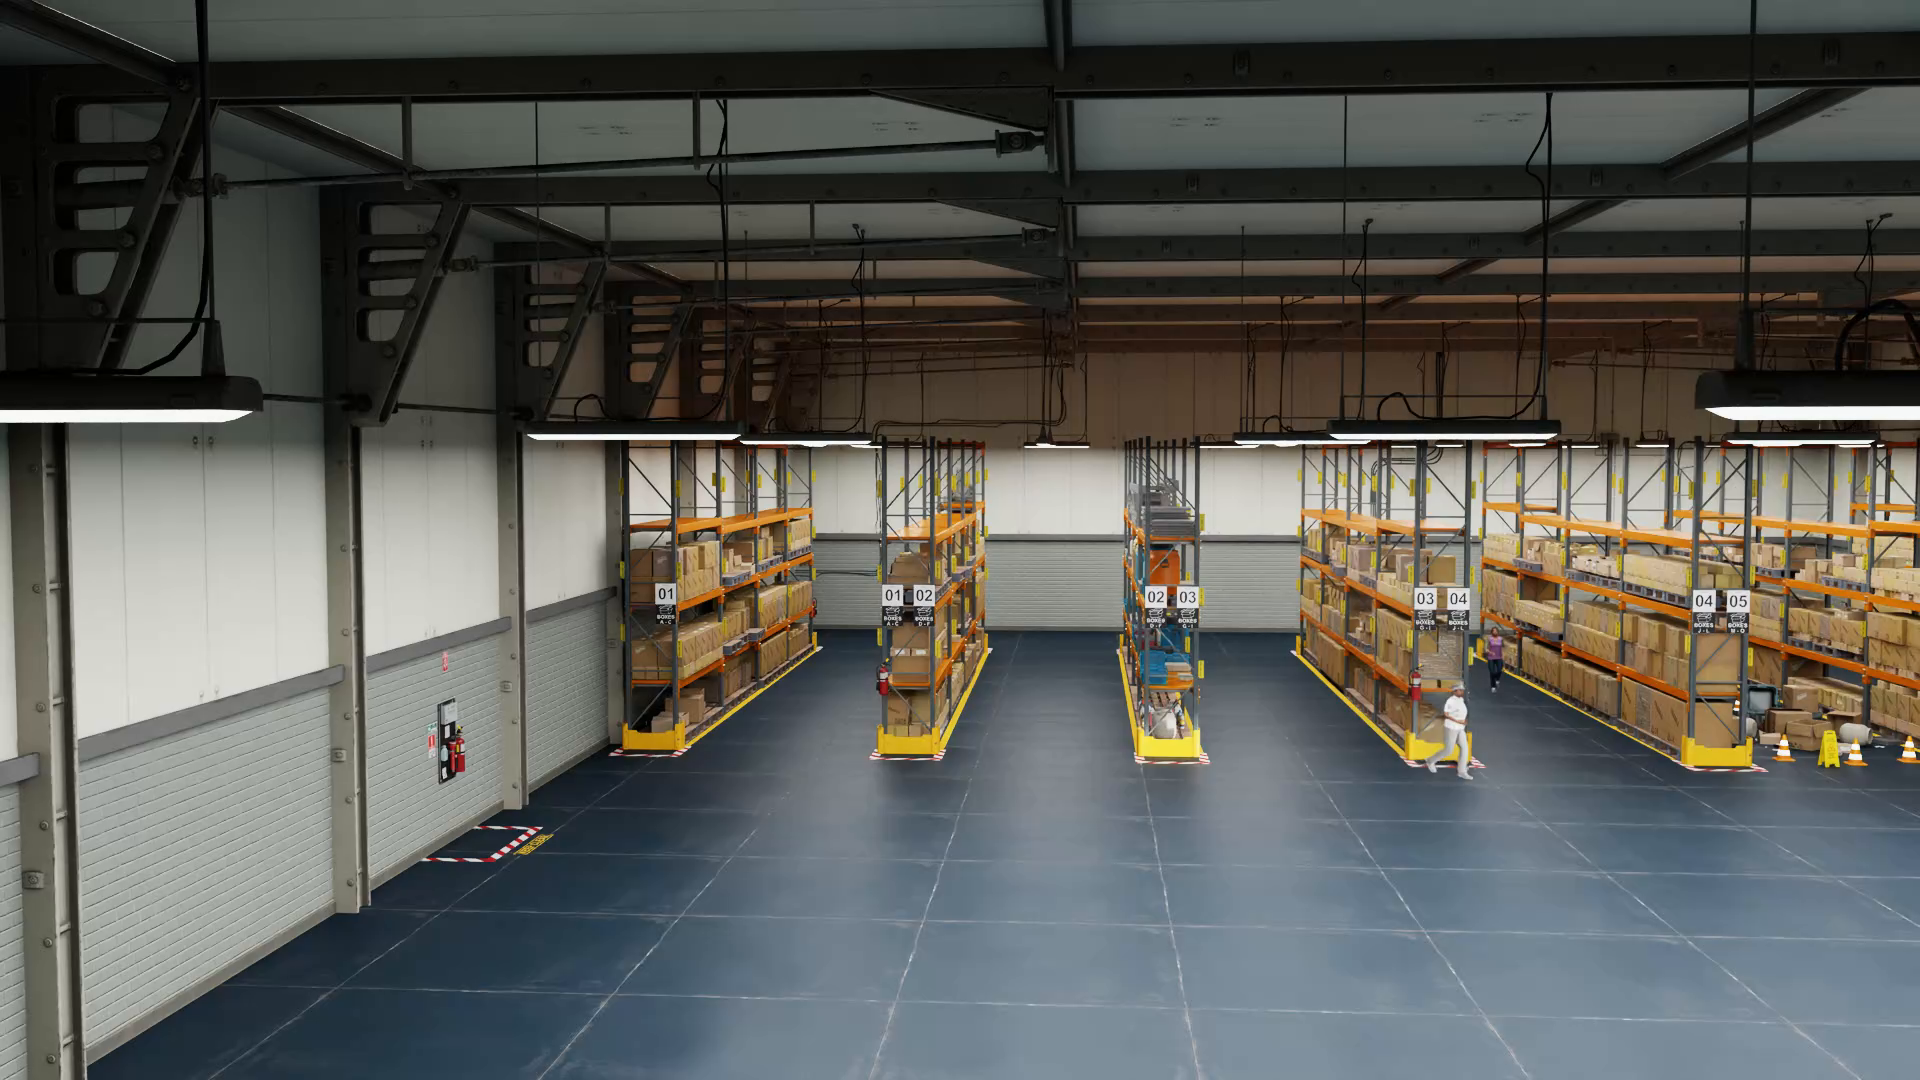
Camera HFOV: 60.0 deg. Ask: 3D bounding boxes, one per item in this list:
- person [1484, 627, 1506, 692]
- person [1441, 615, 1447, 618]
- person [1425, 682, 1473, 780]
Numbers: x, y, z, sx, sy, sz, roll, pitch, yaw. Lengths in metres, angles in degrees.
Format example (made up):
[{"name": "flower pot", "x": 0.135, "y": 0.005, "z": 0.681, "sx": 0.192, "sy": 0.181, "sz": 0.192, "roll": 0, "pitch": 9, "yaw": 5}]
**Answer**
[{"name": "person", "x": 12.705, "y": 2.837, "z": 39.456, "sx": 0.531, "sy": 1.561, "sz": 0.536, "roll": 0, "pitch": 3, "yaw": 9}, {"name": "person", "x": 13.144, "y": 2.428, "z": 45.255, "sx": 0.687, "sy": 1.788, "sz": 0.812, "roll": 1, "pitch": 3, "yaw": 13}, {"name": "person", "x": 8.642, "y": 3.318, "z": 29.176, "sx": 0.603, "sy": 1.691, "sz": 0.866, "roll": -3, "pitch": 4, "yaw": -43}]
